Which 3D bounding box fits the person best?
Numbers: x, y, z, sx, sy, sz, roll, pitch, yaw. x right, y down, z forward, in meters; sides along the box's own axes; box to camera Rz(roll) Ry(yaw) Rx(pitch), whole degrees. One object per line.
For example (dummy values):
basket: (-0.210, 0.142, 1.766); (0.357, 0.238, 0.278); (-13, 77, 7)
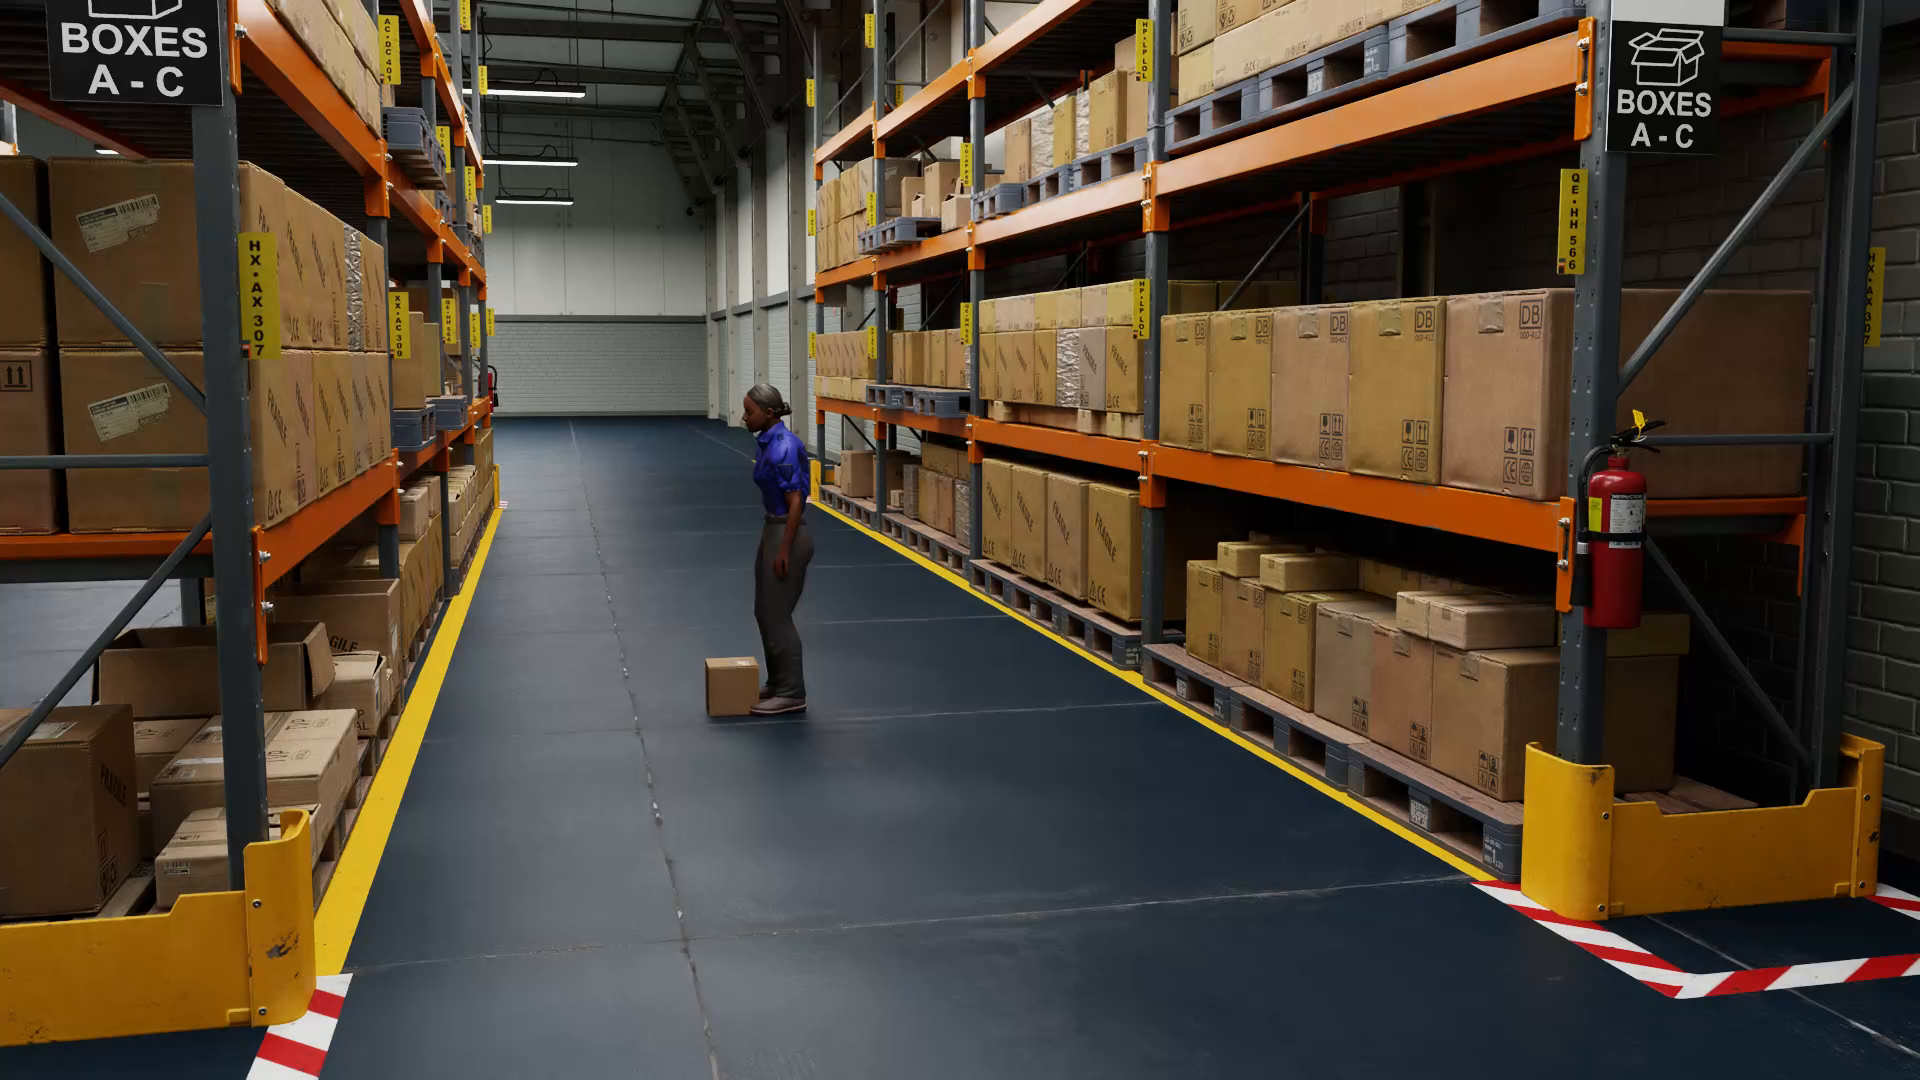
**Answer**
person: (-0.932, 0.035, 8.390); (0.352, 1.654, 0.518); (-2, 6, -15)
